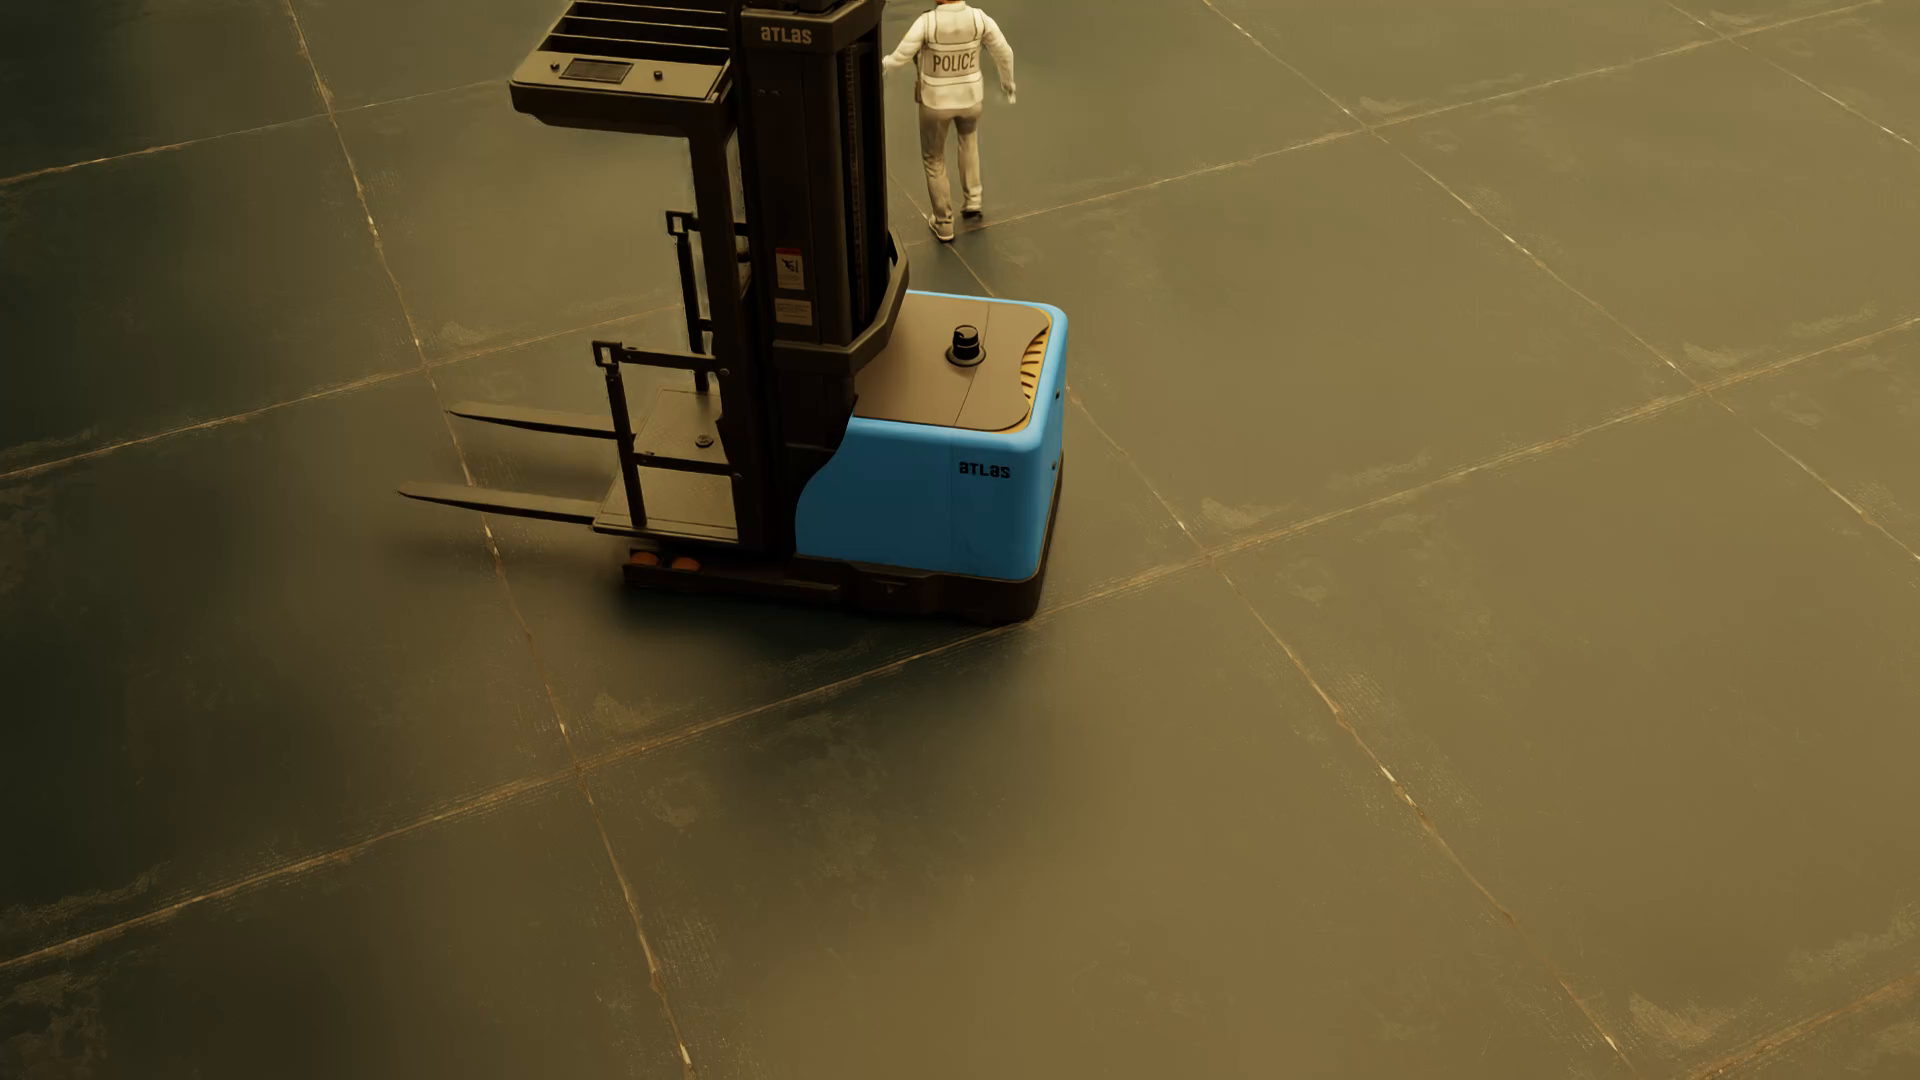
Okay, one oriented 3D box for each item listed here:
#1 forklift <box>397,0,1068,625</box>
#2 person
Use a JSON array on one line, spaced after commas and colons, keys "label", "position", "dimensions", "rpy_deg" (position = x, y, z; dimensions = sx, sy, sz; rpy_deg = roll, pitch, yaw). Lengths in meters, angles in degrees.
[{"label": "forklift", "position": [-1.075, -1.180, 6.945], "dimensions": [3.031, 2.935, 1.130], "rpy_deg": [7, 43, 7]}, {"label": "person", "position": [-0.078, -2.447, 9.279], "dimensions": [0.837, 1.685, 0.442], "rpy_deg": [-8, 44, -9]}]
